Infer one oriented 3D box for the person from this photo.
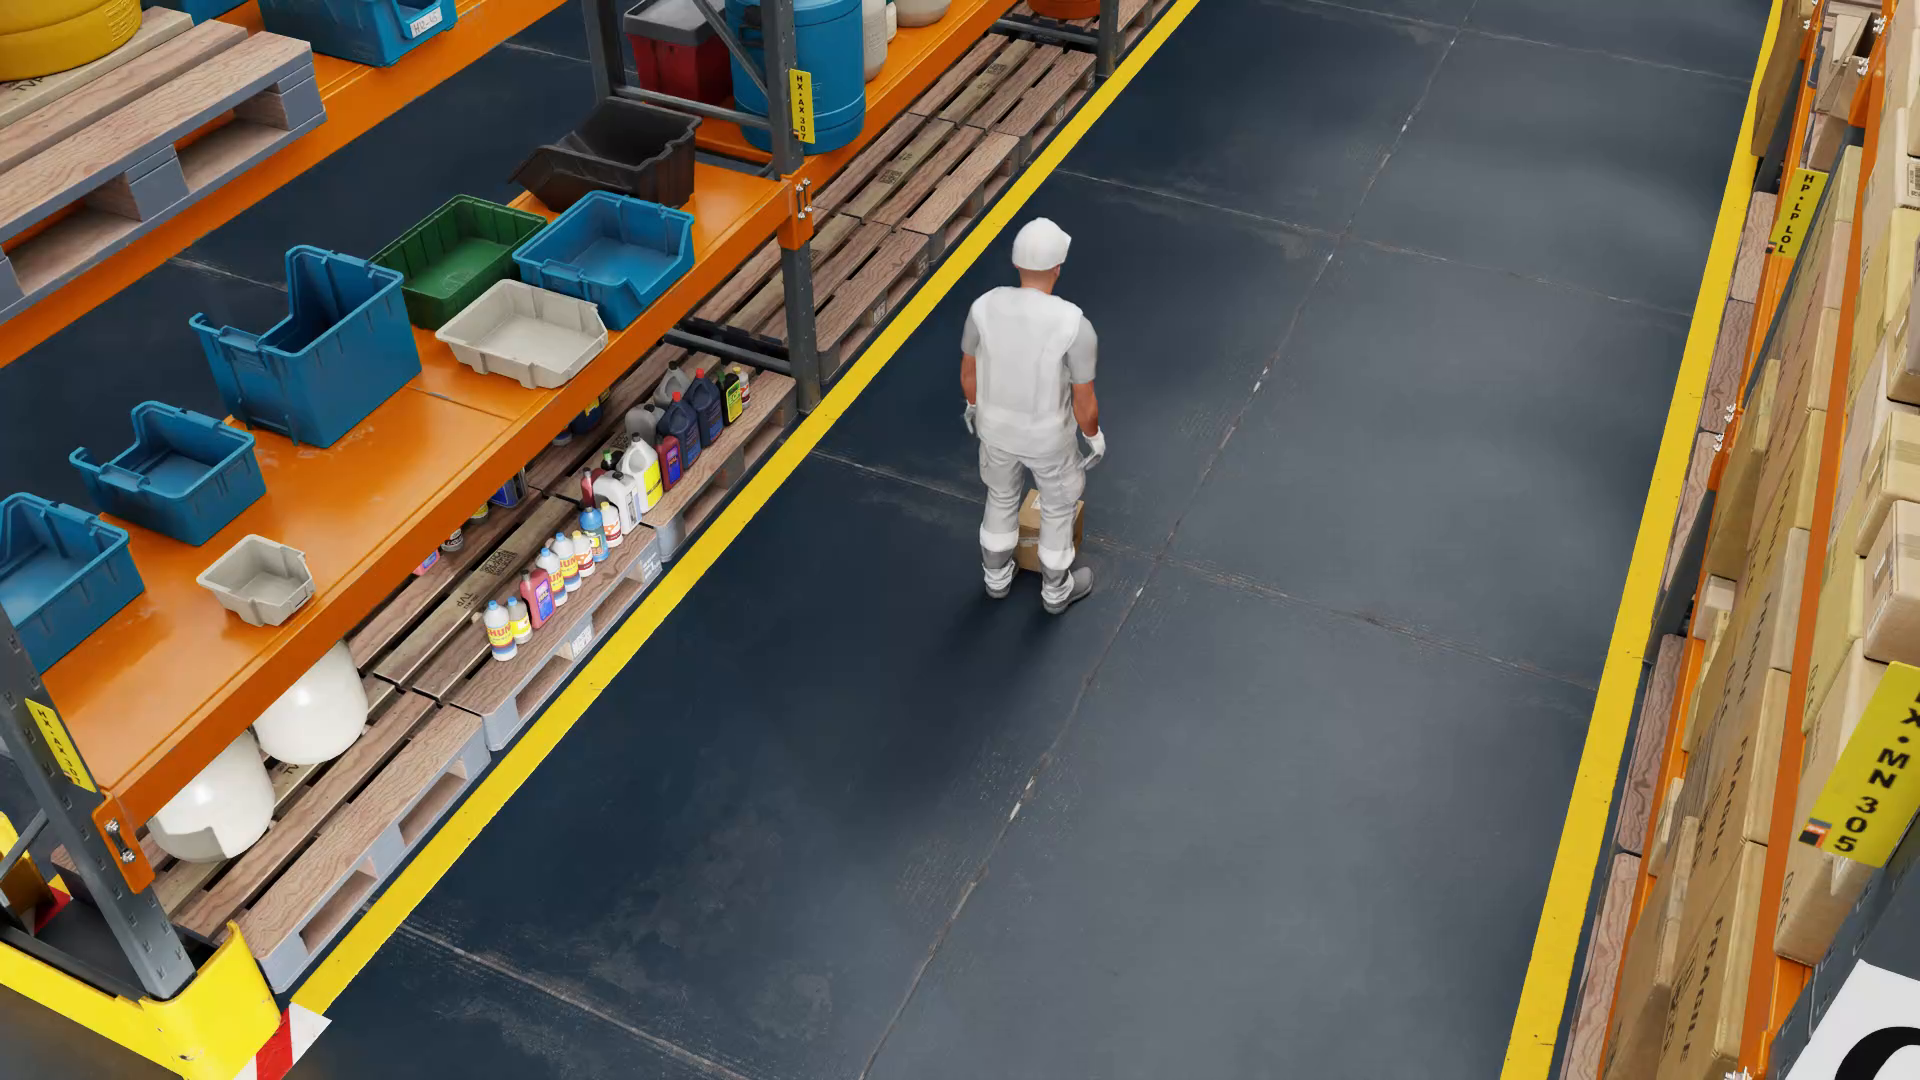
[{"bbox_3d":[0.291,-0.461,6.667,0.609,1.780,0.448,18,45,19],"label":"person"}]
